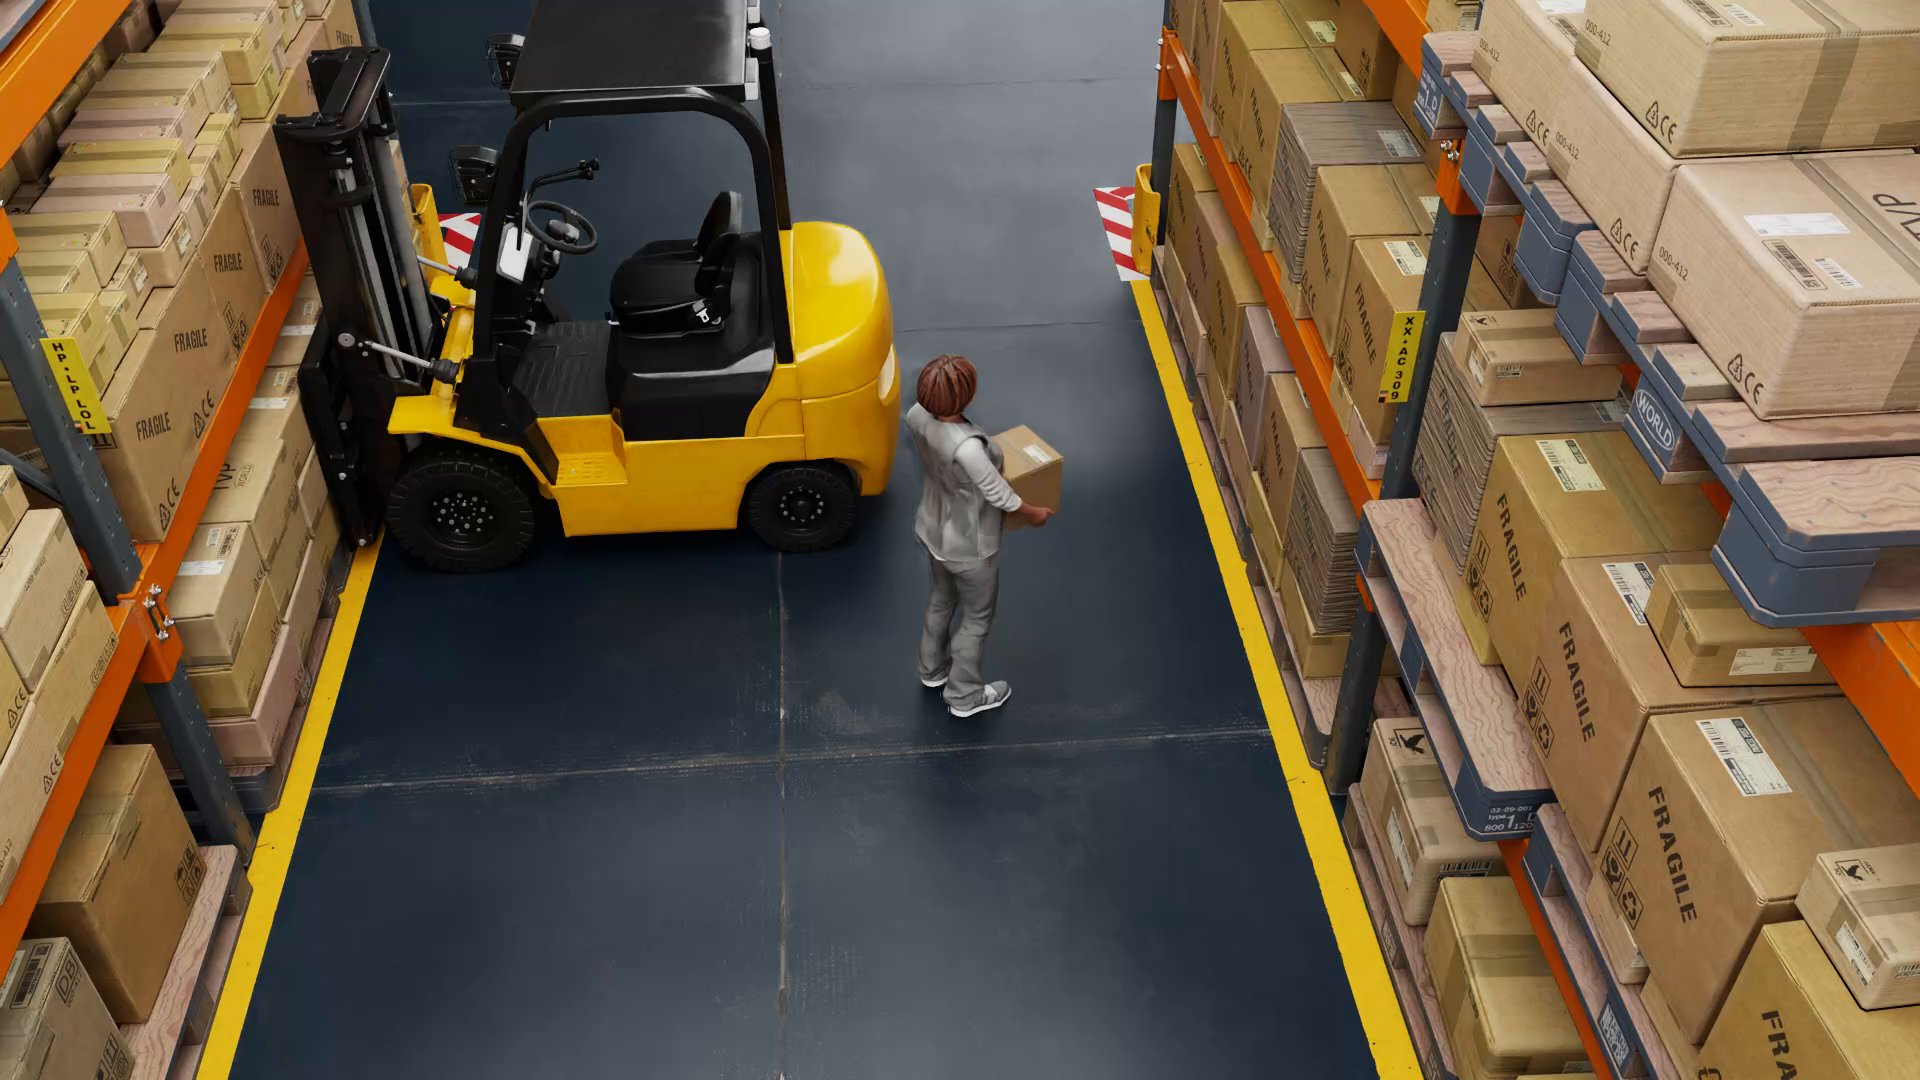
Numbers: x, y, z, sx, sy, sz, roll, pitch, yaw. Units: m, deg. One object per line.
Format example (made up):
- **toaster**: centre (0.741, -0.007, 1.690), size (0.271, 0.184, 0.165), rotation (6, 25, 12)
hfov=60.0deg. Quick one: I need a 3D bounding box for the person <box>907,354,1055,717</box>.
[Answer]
- **person**: centre (0.072, -0.046, 6.217), size (0.486, 1.595, 0.412), rotation (-22, 45, -24)
